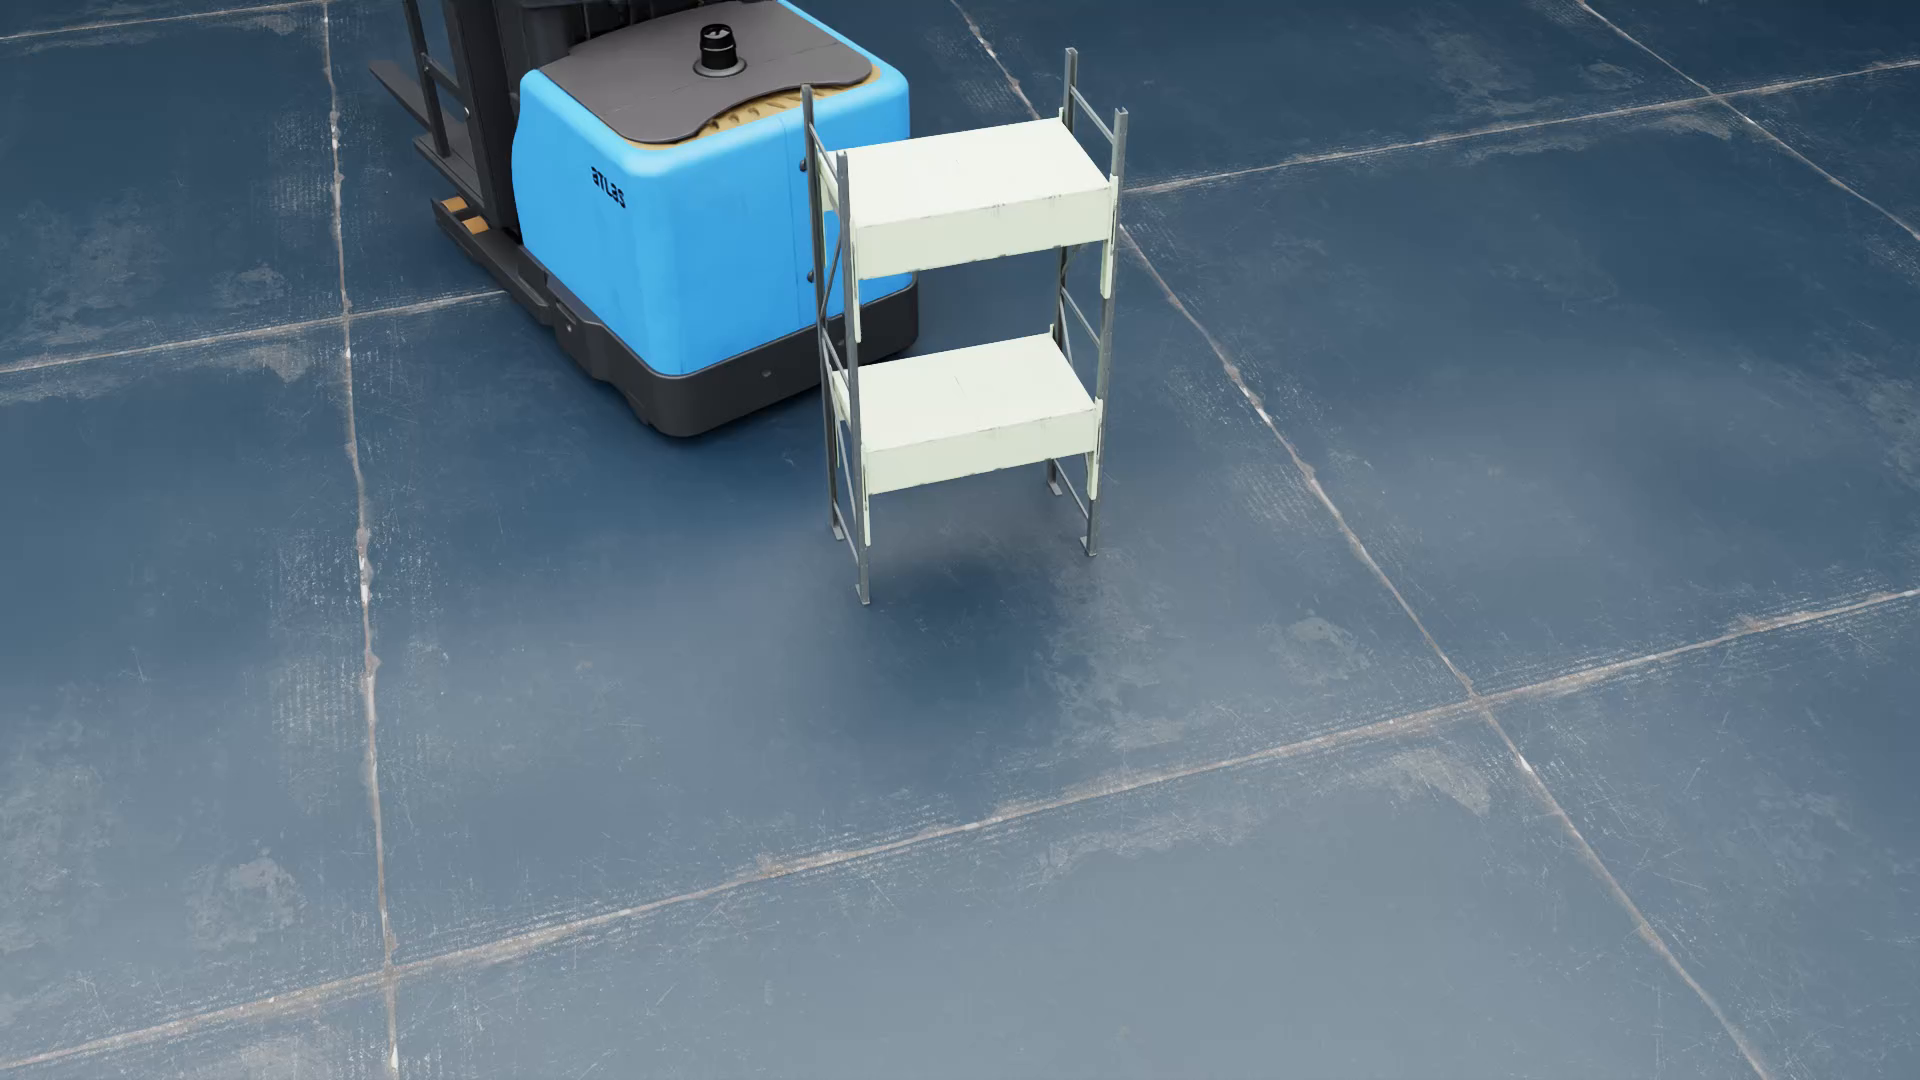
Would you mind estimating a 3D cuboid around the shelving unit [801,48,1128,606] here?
[{"bbox_3d":[0.006,-0.566,4.758,0.755,1.500,0.431,-12,42,-13],"label":"shelving unit"}]

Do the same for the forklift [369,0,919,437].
[{"bbox_3d":[-1.431,-2.369,5.734,1.130,2.935,3.031,-26,47,-27],"label":"forklift"}]

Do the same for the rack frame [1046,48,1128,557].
[{"bbox_3d":[0.355,-0.638,4.841,0.023,1.500,0.400,-12,42,-13],"label":"rack frame"}]

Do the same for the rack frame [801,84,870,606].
[{"bbox_3d":[-0.343,-0.494,4.675,0.023,1.500,0.400,-12,42,-13],"label":"rack frame"}]

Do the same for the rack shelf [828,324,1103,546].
[{"bbox_3d":[0.006,-0.321,4.973,0.720,0.370,0.431,-12,42,-13],"label":"rack shelf"}]

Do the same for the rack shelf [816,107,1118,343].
[{"bbox_3d":[0.006,-0.860,4.501,0.720,0.370,0.431,-12,42,-13],"label":"rack shelf"}]
